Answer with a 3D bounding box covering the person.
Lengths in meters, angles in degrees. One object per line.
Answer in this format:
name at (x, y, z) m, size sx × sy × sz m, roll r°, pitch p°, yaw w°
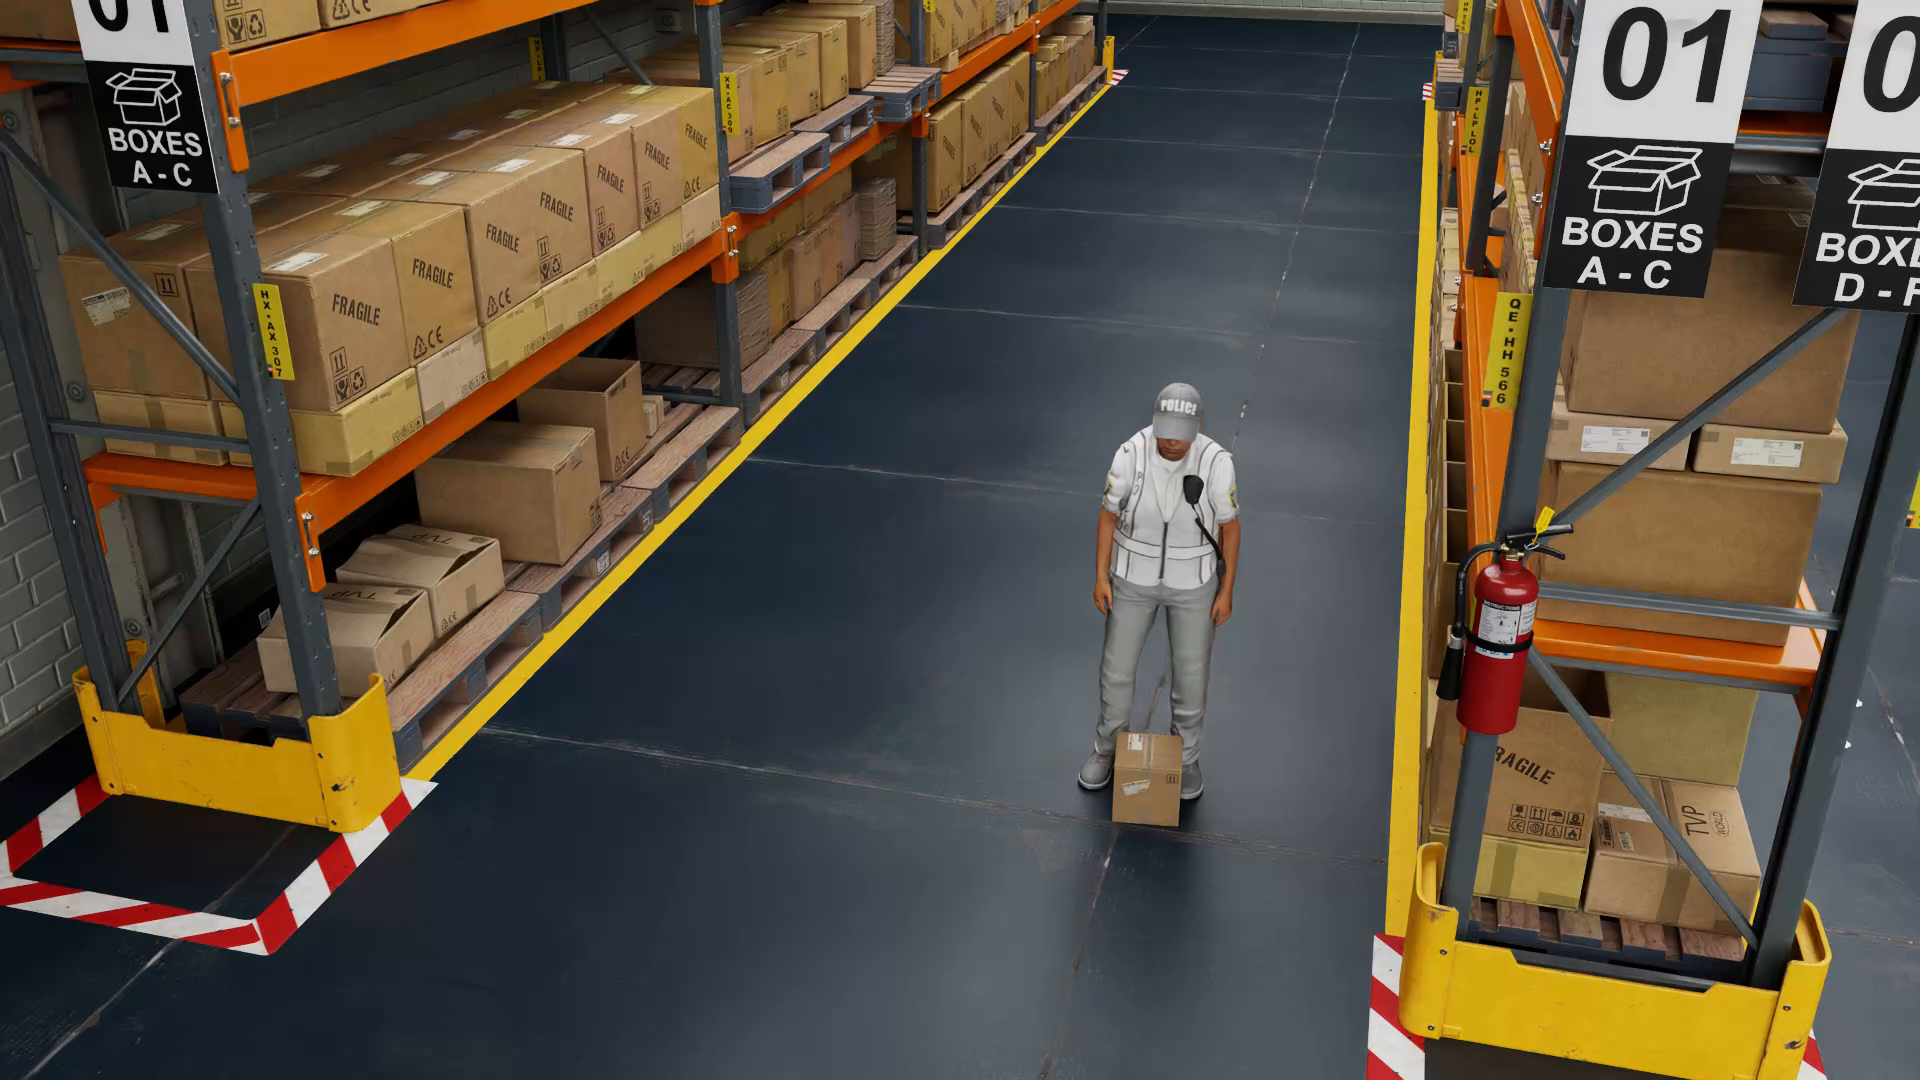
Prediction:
person at (0.753, 0.180, 6.224) m, size 0.548 × 1.666 × 0.473 m, roll 5°, pitch 26°, yaw 11°
